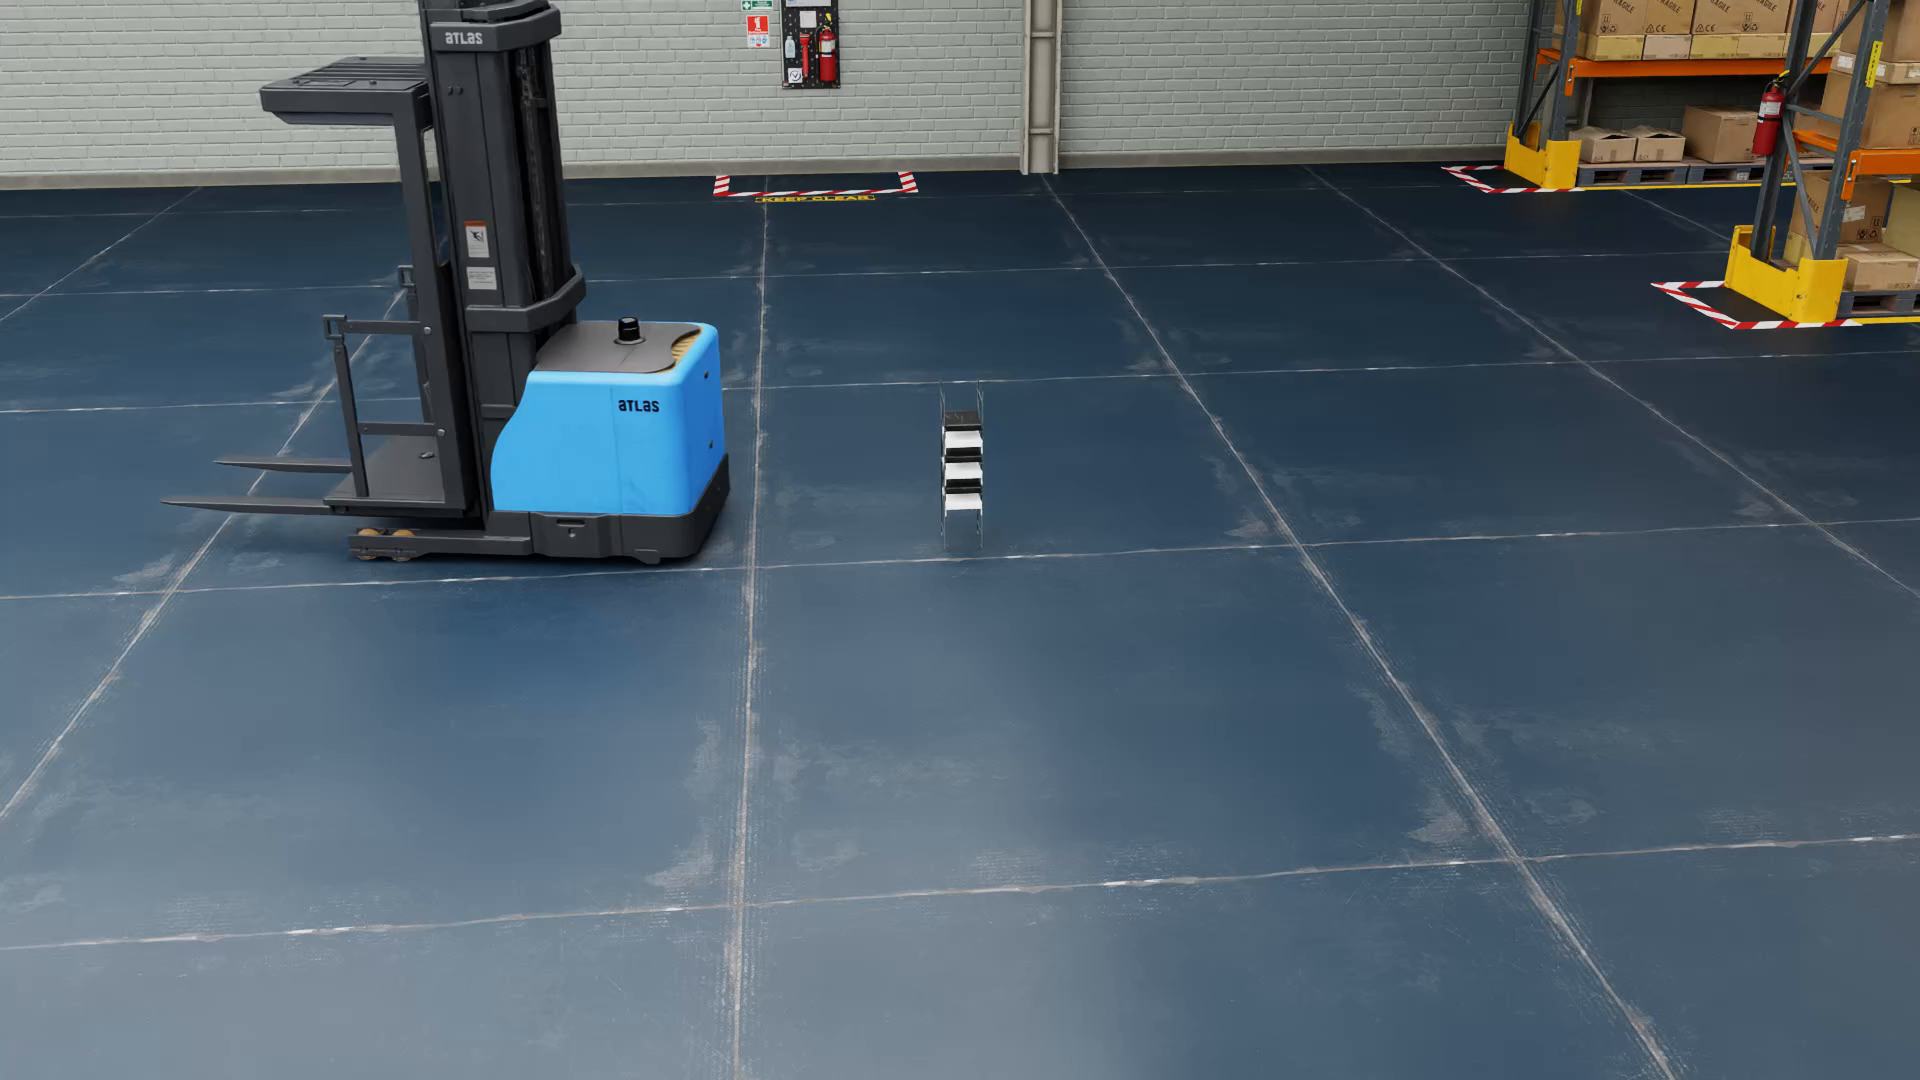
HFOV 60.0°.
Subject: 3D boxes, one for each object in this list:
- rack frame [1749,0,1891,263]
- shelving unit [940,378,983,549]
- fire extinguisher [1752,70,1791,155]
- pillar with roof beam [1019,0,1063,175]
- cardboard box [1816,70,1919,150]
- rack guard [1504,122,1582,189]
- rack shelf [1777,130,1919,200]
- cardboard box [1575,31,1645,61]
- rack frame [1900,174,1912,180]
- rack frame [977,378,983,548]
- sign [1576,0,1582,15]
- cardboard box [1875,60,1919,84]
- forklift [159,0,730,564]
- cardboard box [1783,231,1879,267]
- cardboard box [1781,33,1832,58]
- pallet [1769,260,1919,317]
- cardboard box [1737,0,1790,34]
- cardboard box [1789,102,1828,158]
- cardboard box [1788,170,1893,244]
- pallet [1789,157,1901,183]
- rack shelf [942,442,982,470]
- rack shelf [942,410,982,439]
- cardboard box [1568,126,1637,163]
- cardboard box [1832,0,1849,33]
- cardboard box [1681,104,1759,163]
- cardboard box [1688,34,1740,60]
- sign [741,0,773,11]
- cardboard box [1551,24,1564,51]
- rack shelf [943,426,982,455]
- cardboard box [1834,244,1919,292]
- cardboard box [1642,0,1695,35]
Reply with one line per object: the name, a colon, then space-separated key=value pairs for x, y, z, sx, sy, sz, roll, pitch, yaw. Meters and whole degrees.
rack frame: x=6.725 y=-3.320 z=13.026 sx=0.127 sy=3.000 sz=1.000 roll=-2 pitch=24 yaw=-5
shelving unit: x=0.008 y=-0.412 z=9.068 sx=0.210 sy=0.900 sz=0.258 roll=-2 pitch=24 yaw=-5
fire extinguisher: x=6.562 y=-3.468 z=13.454 sx=0.183 sy=0.674 sz=0.296 roll=-2 pitch=24 yaw=-5
pillar with roof beam: x=1.298 y=-6.461 z=12.708 sx=0.400 sy=9.000 sz=9.100 roll=-2 pitch=24 yaw=-5
cardboard box: x=7.191 y=-3.379 z=13.036 sx=0.500 sy=0.500 sz=0.700 roll=-2 pitch=24 yaw=-5
rack guard: x=6.310 y=-4.183 z=18.045 sx=0.348 sy=0.500 sz=1.175 roll=-2 pitch=24 yaw=-5
rack shelf: x=8.715 y=-3.071 z=13.352 sx=4.000 sy=0.370 sz=1.077 roll=-2 pitch=24 yaw=-5
cardboard box: x=6.751 y=-5.154 z=17.312 sx=0.500 sy=0.250 sz=0.500 roll=-3 pitch=24 yaw=-7
rack frame: x=10.215 y=-5.482 z=17.890 sx=0.127 sy=3.000 sz=1.000 roll=-2 pitch=24 yaw=-5
rack frame: x=0.109 y=-0.416 z=9.077 sx=0.006 sy=0.900 sz=0.240 roll=-2 pitch=24 yaw=-5
sign: x=6.288 y=-5.498 z=16.861 sx=0.005 sy=0.325 sz=0.100 roll=-2 pitch=24 yaw=-5
cardboard box: x=7.136 y=-3.591 z=12.713 sx=0.250 sy=0.149 sz=0.380 roll=-2 pitch=24 yaw=-6
forklift: x=-2.888 y=-1.435 z=8.870 sx=3.031 sy=2.935 sz=1.130 roll=2 pitch=24 yaw=4
cardboard box: x=7.229 y=-2.396 z=13.816 sx=0.500 sy=0.250 sz=0.500 roll=-2 pitch=24 yaw=-5
cardboard box: x=8.778 y=-5.238 z=17.502 sx=0.500 sy=0.250 sz=0.500 roll=-2 pitch=24 yaw=-5
pallet: x=7.482 y=-2.093 z=13.699 sx=1.213 sy=0.211 sz=1.003 roll=-2 pitch=24 yaw=-5
cardboard box: x=8.259 y=-5.562 z=17.307 sx=0.500 sy=0.500 sz=0.500 roll=-2 pitch=24 yaw=-3
cardboard box: x=9.186 y=-4.483 z=18.179 sx=0.500 sy=0.500 sz=0.500 roll=-4 pitch=24 yaw=-9
cardboard box: x=7.229 y=-2.740 z=13.666 sx=0.500 sy=0.500 sz=0.500 roll=-2 pitch=24 yaw=-5
pallet: x=9.550 y=-4.166 z=18.364 sx=1.213 sy=0.211 sz=1.003 roll=-2 pitch=24 yaw=-5
rack shelf: x=0.008 y=-0.463 z=9.045 sx=0.200 sy=0.077 sz=0.258 roll=-2 pitch=24 yaw=-5
rack shelf: x=0.008 y=-0.628 z=8.972 sx=0.200 sy=0.077 sz=0.258 roll=-2 pitch=24 yaw=-5
cardboard box: x=6.932 y=-4.286 z=17.968 sx=0.500 sy=0.311 sz=0.500 roll=-5 pitch=24 yaw=-11
cardboard box: x=9.279 y=-5.599 z=17.390 sx=0.500 sy=0.500 sz=0.500 roll=-2 pitch=24 yaw=-5
cardboard box: x=8.234 y=-4.404 z=18.001 sx=0.500 sy=0.500 sz=0.700 roll=-4 pitch=24 yaw=-8
cardboard box: x=7.774 y=-5.198 z=17.412 sx=0.500 sy=0.250 sz=0.500 roll=-3 pitch=24 yaw=-6
sign: x=-2.143 y=-5.652 z=17.575 sx=0.331 sy=0.109 sz=0.001 roll=-2 pitch=24 yaw=-5
cardboard box: x=6.680 y=-5.360 z=17.775 sx=0.500 sy=0.250 sz=0.500 roll=-2 pitch=24 yaw=-4
rack shelf: x=0.008 y=-0.546 z=9.008 sx=0.200 sy=0.077 sz=0.258 roll=-2 pitch=24 yaw=-5
cardboard box: x=7.280 y=-2.187 z=13.345 sx=0.500 sy=0.250 sz=0.500 roll=-2 pitch=24 yaw=-5
cardboard box: x=7.232 y=-5.519 z=17.210 sx=0.500 sy=0.500 sz=0.500 roll=-2 pitch=24 yaw=-5
